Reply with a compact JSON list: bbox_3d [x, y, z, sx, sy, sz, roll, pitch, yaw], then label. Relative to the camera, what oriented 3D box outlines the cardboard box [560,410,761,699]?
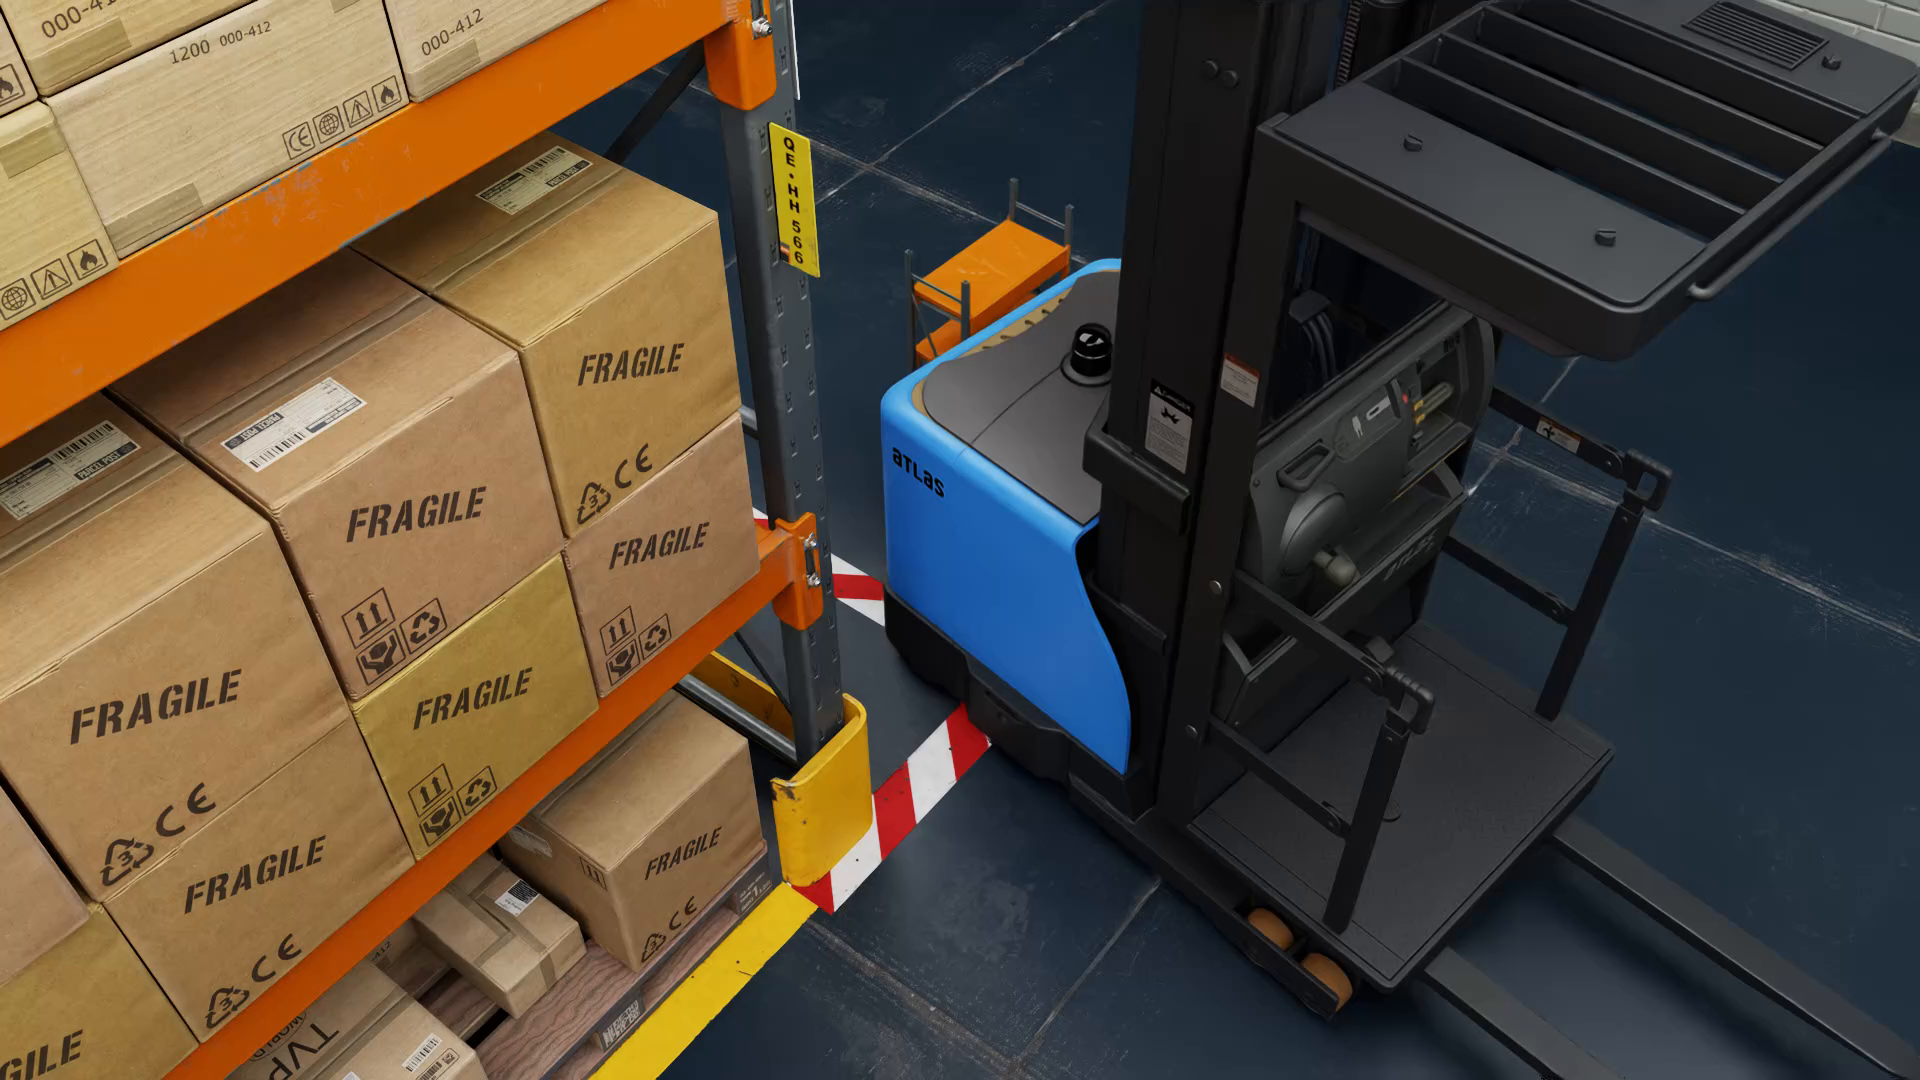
[{"bbox_3d":[-0.812,-0.075,3.678,0.500,0.500,0.500,31,54,26],"label":"cardboard box"}]

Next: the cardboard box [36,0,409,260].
[{"bbox_3d":[-1.173,-0.709,2.382,0.500,0.250,0.500,29,53,25],"label":"cardboard box"}]

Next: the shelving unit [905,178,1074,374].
[{"bbox_3d":[0.092,-0.517,5.414,0.258,1.200,0.503,32,54,27],"label":"shelving unit"}]

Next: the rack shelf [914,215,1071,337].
[{"bbox_3d":[0.092,-0.789,5.130,0.258,0.148,0.480,32,54,27],"label":"rack shelf"}]

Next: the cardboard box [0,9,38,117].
[{"bbox_3d":[-1.480,-0.596,1.929,0.500,0.250,0.500,29,53,25],"label":"cardboard box"}]

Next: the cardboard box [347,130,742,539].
[{"bbox_3d":[-0.808,-0.420,3.317,0.500,0.500,0.500,29,53,25],"label":"cardboard box"}]

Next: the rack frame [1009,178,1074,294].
[{"bbox_3d":[0.251,-0.651,5.542,0.240,1.200,0.015,32,54,27],"label":"rack frame"}]

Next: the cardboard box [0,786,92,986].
[{"bbox_3d":[-1.744,0.462,2.474,0.500,0.500,0.500,31,54,26],"label":"cardboard box"}]

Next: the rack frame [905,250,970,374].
[{"bbox_3d":[-0.067,-0.383,5.286,0.240,1.200,0.015,32,54,27],"label":"rack frame"}]

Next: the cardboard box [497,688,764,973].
[{"bbox_3d":[-0.891,0.715,4.417,0.500,0.500,0.500,29,53,25],"label":"cardboard box"}]

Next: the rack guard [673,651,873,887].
[{"bbox_3d":[-0.800,0.490,4.936,1.175,0.500,0.348,29,53,25],"label":"rack guard"}]

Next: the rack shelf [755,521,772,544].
[{"bbox_3d":[-1.976,0.909,3.170,0.919,0.124,3.809,29,53,25],"label":"rack shelf"}]

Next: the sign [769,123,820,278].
[{"bbox_3d":[-0.327,-0.669,3.295,0.100,0.325,0.005,29,53,25],"label":"sign"}]

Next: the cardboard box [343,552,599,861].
[{"bbox_3d":[-1.127,0.224,3.393,0.500,0.500,0.500,30,53,25],"label":"cardboard box"}]

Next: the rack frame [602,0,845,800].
[{"bbox_3d":[-0.754,-0.417,4.074,1.000,3.000,0.127,29,53,25],"label":"rack frame"}]

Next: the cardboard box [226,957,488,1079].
[{"bbox_3d":[-1.496,1.331,4.001,0.500,0.250,0.500,29,53,25],"label":"cardboard box"}]

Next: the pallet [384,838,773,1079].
[{"bbox_3d":[-1.287,1.047,4.604,1.003,0.211,1.213,29,53,25],"label":"pallet"}]

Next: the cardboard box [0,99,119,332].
[{"bbox_3d":[-1.469,-0.417,2.104,0.500,0.250,0.500,29,53,25],"label":"cardboard box"}]

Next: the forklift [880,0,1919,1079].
[{"bbox_3d":[1.142,-0.154,3.870,1.130,2.935,3.031,-35,55,-29],"label":"forklift"}]

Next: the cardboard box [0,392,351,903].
[{"bbox_3d":[-1.430,0.168,2.755,0.500,0.500,0.500,31,54,26],"label":"cardboard box"}]

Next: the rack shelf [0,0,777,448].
[{"bbox_3d":[-1.976,-0.060,2.156,1.077,0.370,4.000,29,53,25],"label":"rack shelf"}]

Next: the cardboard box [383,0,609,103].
[{"bbox_3d":[-0.859,-0.991,2.651,0.500,0.250,0.500,29,53,25],"label":"cardboard box"}]

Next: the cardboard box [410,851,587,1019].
[{"bbox_3d":[-1.210,1.022,4.354,0.380,0.166,0.250,29,53,25],"label":"cardboard box"}]

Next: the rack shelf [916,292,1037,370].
[{"bbox_3d":[0.092,-0.625,5.301,0.258,0.148,0.480,32,54,27],"label":"rack shelf"}]

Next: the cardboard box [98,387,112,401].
[{"bbox_3d":[-1.547,-0.357,3.256,0.500,0.500,0.500,30,53,25],"label":"cardboard box"}]

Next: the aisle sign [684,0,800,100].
[{"bbox_3d":[-0.470,-1.218,3.042,0.394,0.787,0.004,29,53,25],"label":"aisle sign"}]
